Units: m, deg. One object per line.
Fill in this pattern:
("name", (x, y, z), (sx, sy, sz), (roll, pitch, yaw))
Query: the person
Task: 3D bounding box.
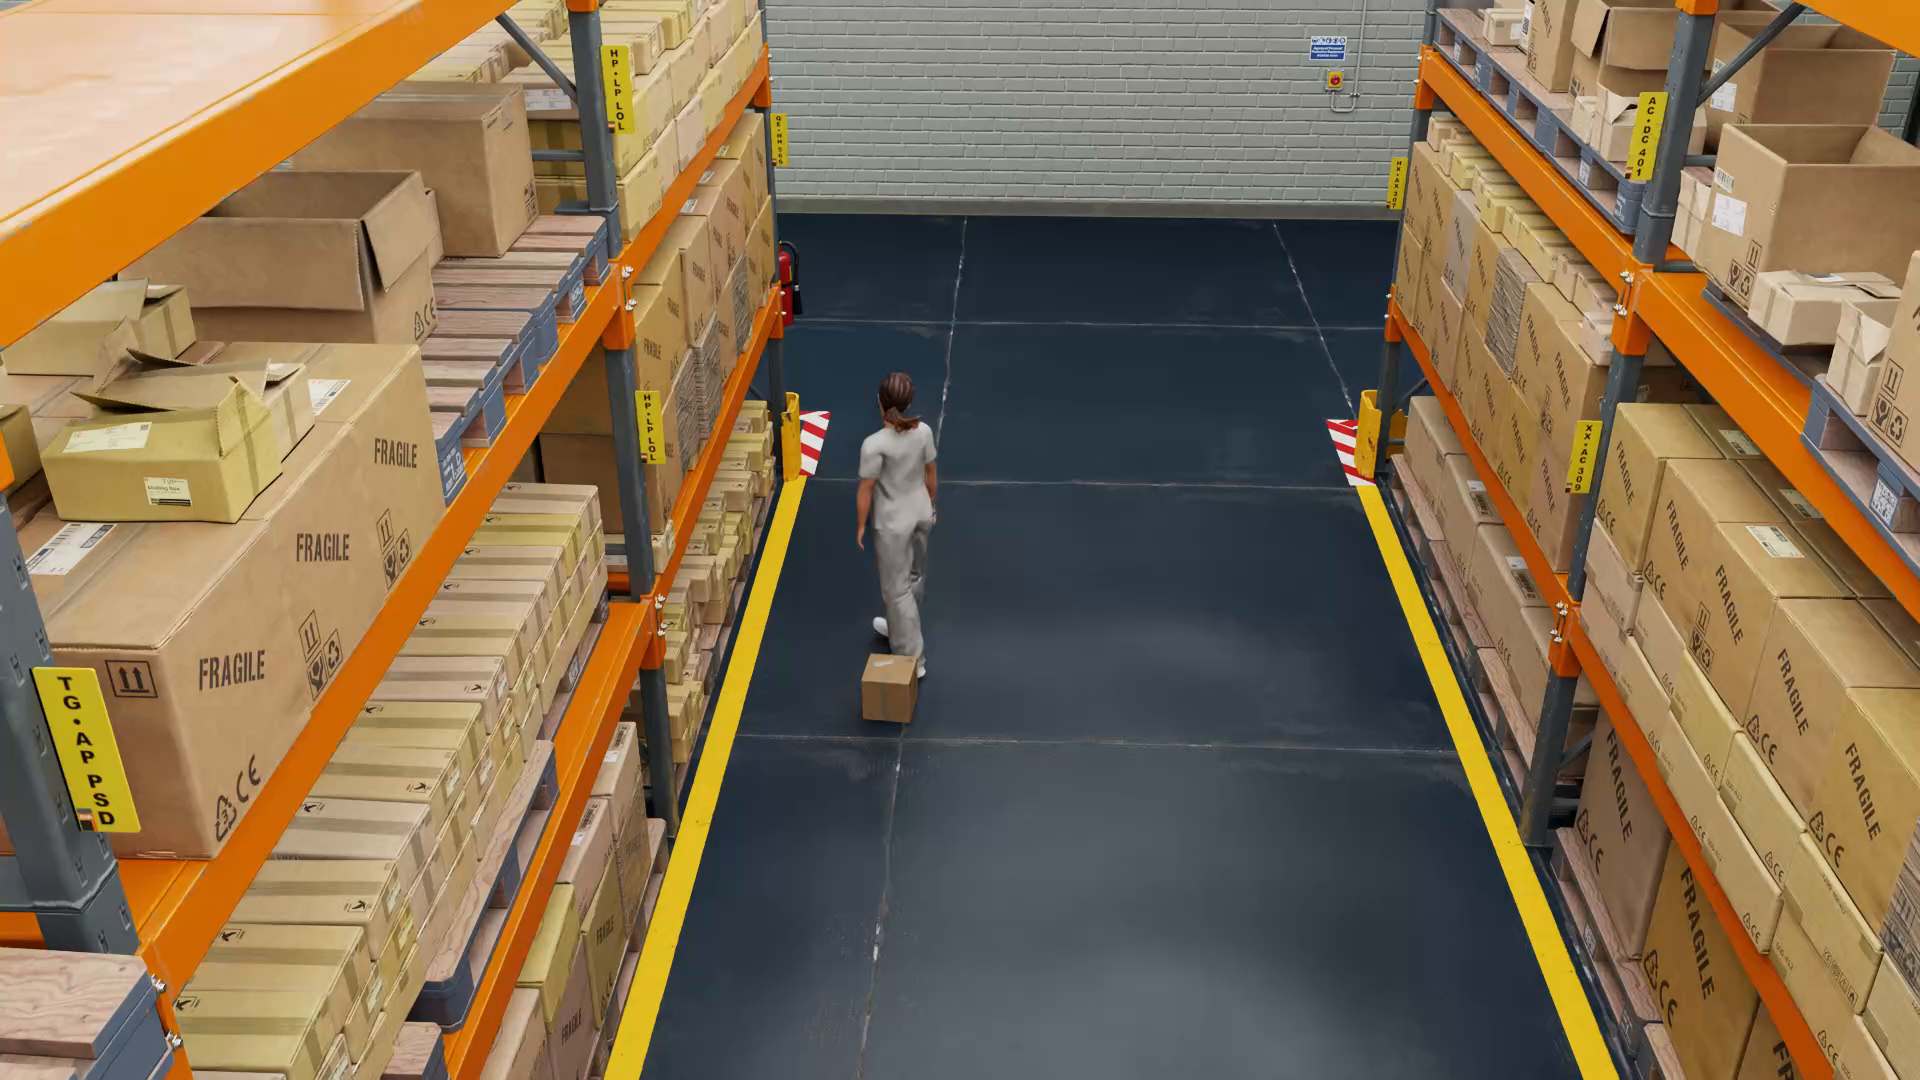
("person", (-0.339, -0.091, 8.787), (0.536, 1.626, 0.583), (-25, 37, -38))
